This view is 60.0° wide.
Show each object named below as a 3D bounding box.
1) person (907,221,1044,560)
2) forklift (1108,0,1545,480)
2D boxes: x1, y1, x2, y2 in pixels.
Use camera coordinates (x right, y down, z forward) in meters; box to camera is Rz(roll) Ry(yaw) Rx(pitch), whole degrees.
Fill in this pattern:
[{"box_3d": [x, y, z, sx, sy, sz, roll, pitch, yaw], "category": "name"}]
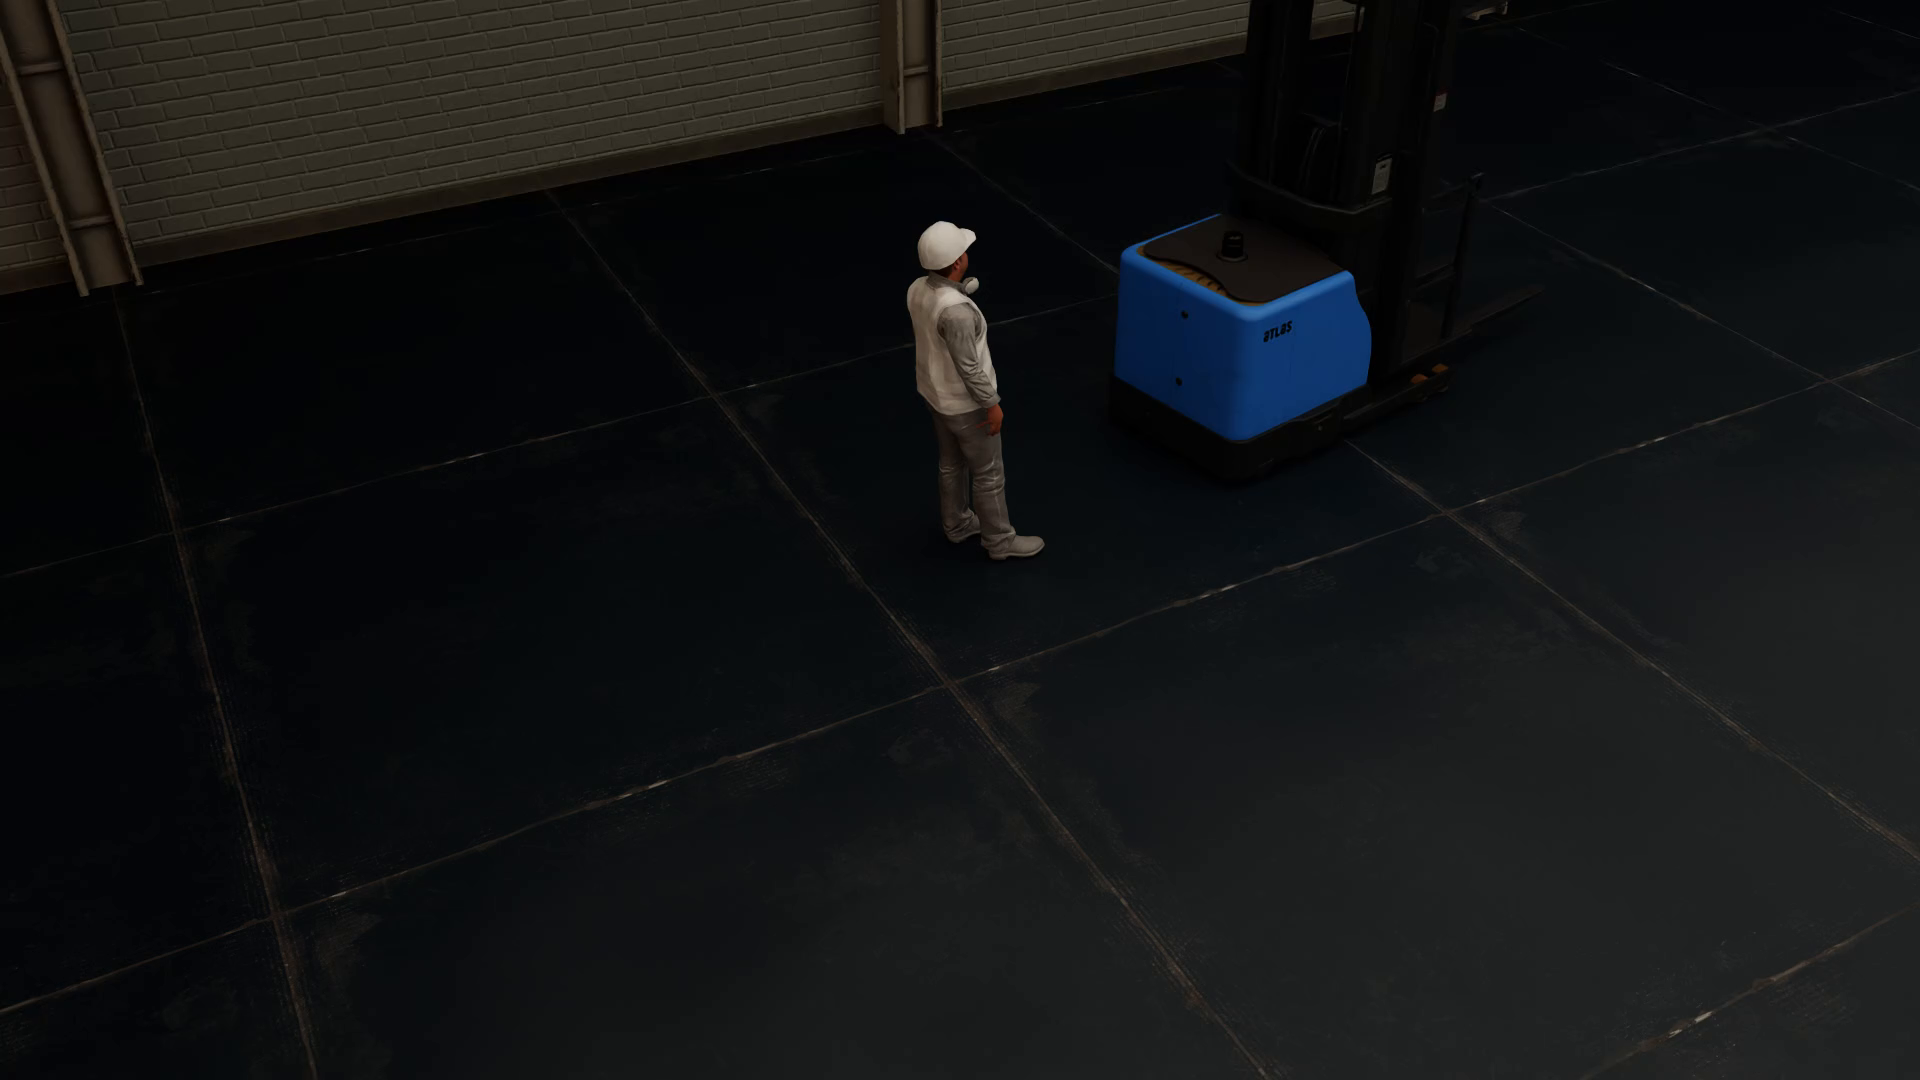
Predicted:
[{"box_3d": [0.059, -0.744, 8.165, 0.566, 1.775, 0.633, -17, 39, -23], "category": "person"}, {"box_3d": [2.324, -2.219, 9.263, 3.031, 2.935, 1.130, -25, 42, -31], "category": "forklift"}]
